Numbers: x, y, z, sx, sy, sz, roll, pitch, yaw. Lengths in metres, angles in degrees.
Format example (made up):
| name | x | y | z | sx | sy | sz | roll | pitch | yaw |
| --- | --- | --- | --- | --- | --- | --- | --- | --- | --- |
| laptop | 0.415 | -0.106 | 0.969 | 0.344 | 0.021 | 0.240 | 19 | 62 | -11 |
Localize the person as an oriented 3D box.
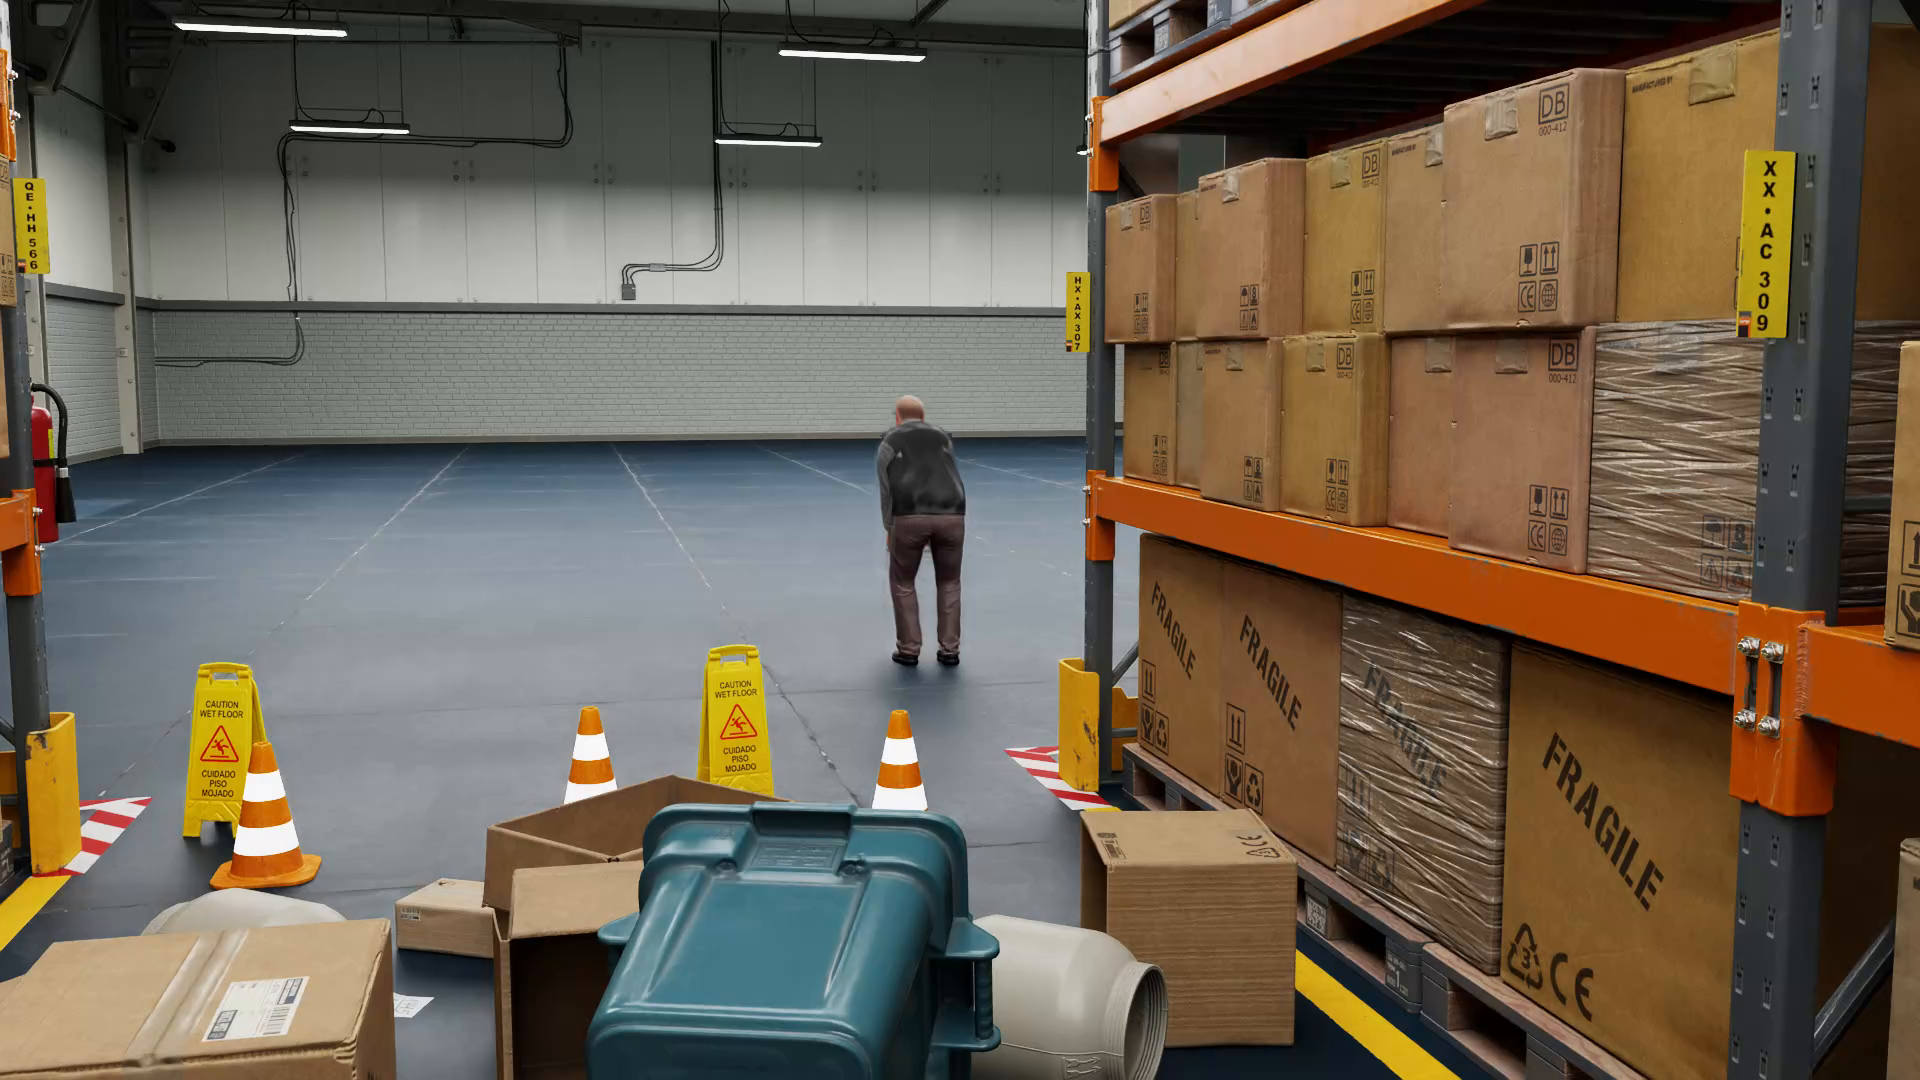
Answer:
| name | x | y | z | sx | sy | sz | roll | pitch | yaw |
| --- | --- | --- | --- | --- | --- | --- | --- | --- | --- |
| person | -0.241 | -0.065 | 9.884 | 0.474 | 1.576 | 0.699 | -2 | 6 | -15 |
